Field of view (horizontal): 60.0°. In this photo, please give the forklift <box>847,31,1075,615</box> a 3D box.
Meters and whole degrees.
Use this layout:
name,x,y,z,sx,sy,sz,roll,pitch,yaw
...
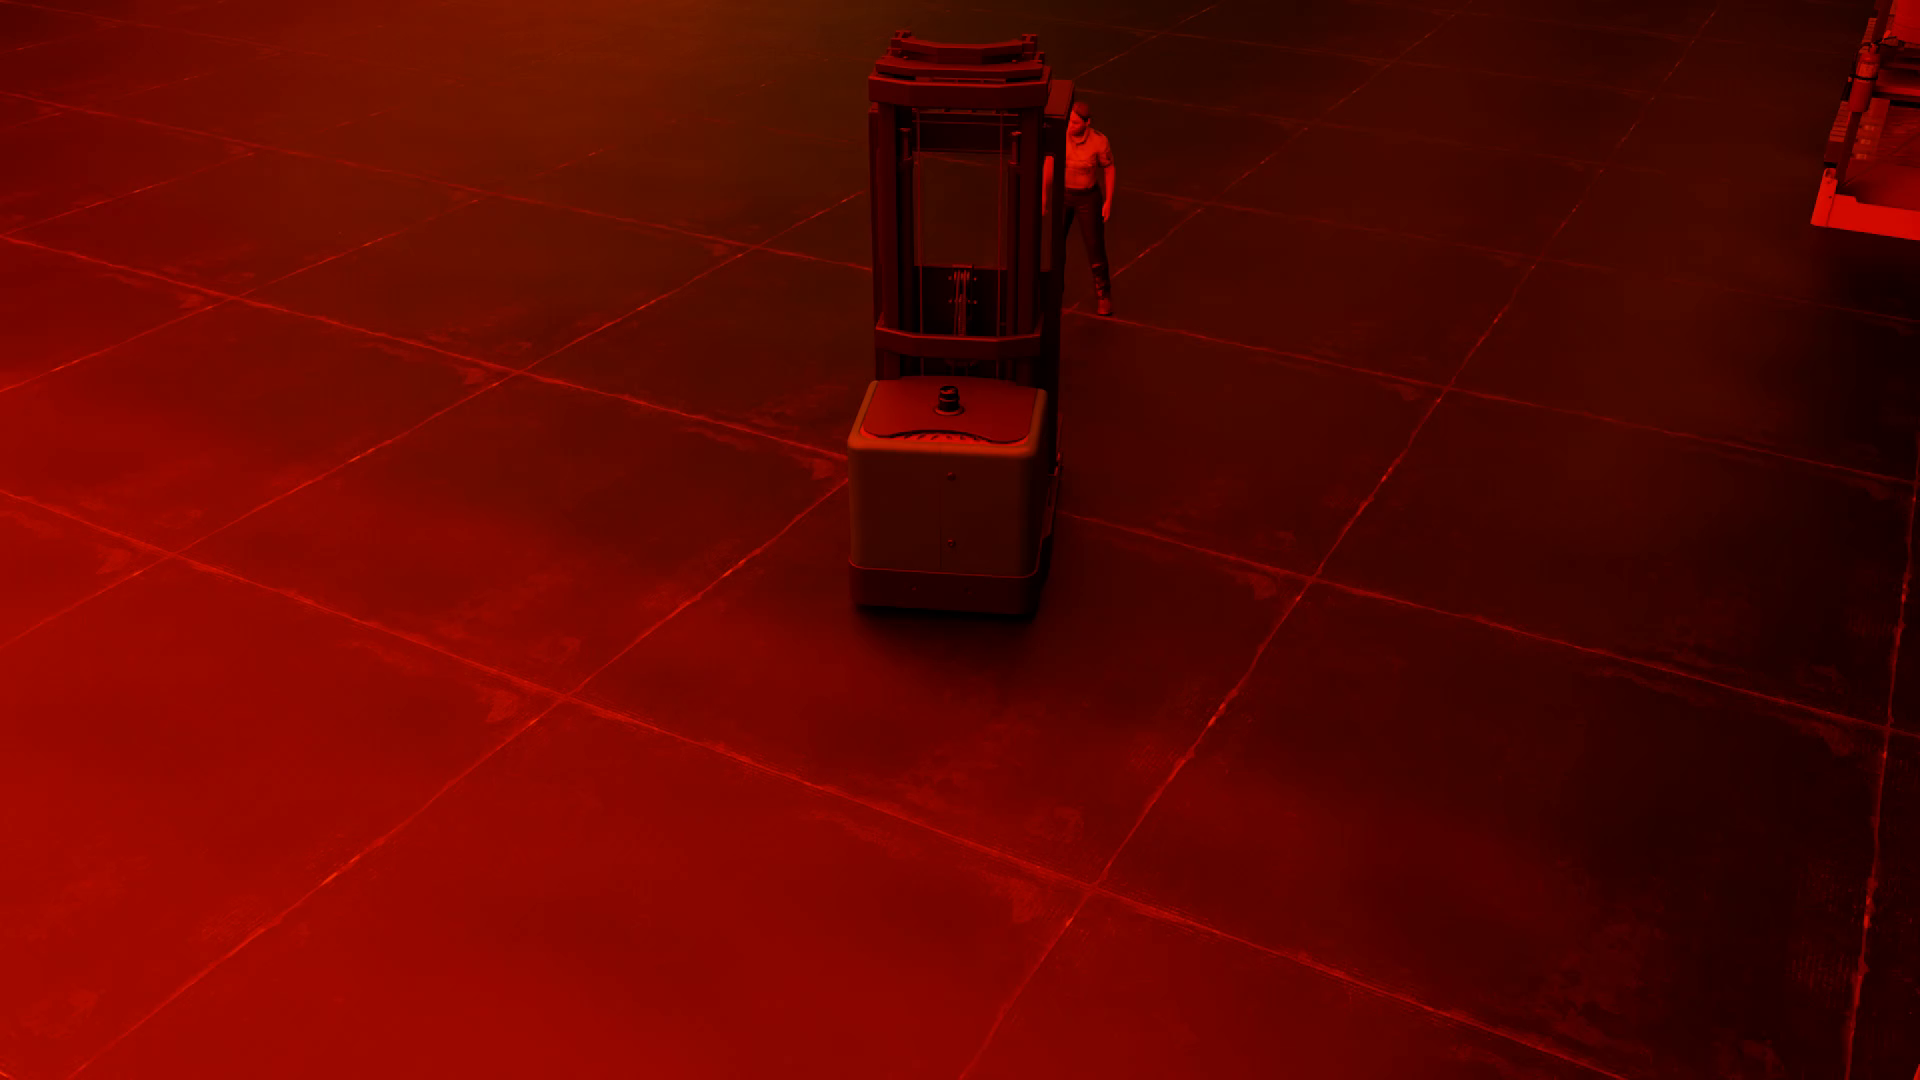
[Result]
name,x,y,z,sx,sy,sz,roll,pitch,yaw
forklift,0.072,-1.572,9.794,1.130,2.935,3.031,3,30,6

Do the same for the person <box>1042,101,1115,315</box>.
name,x,y,z,sx,sy,sz,roll,pitch,yaw
person,0.919,-2.591,12.853,0.657,1.651,0.431,9,31,15
